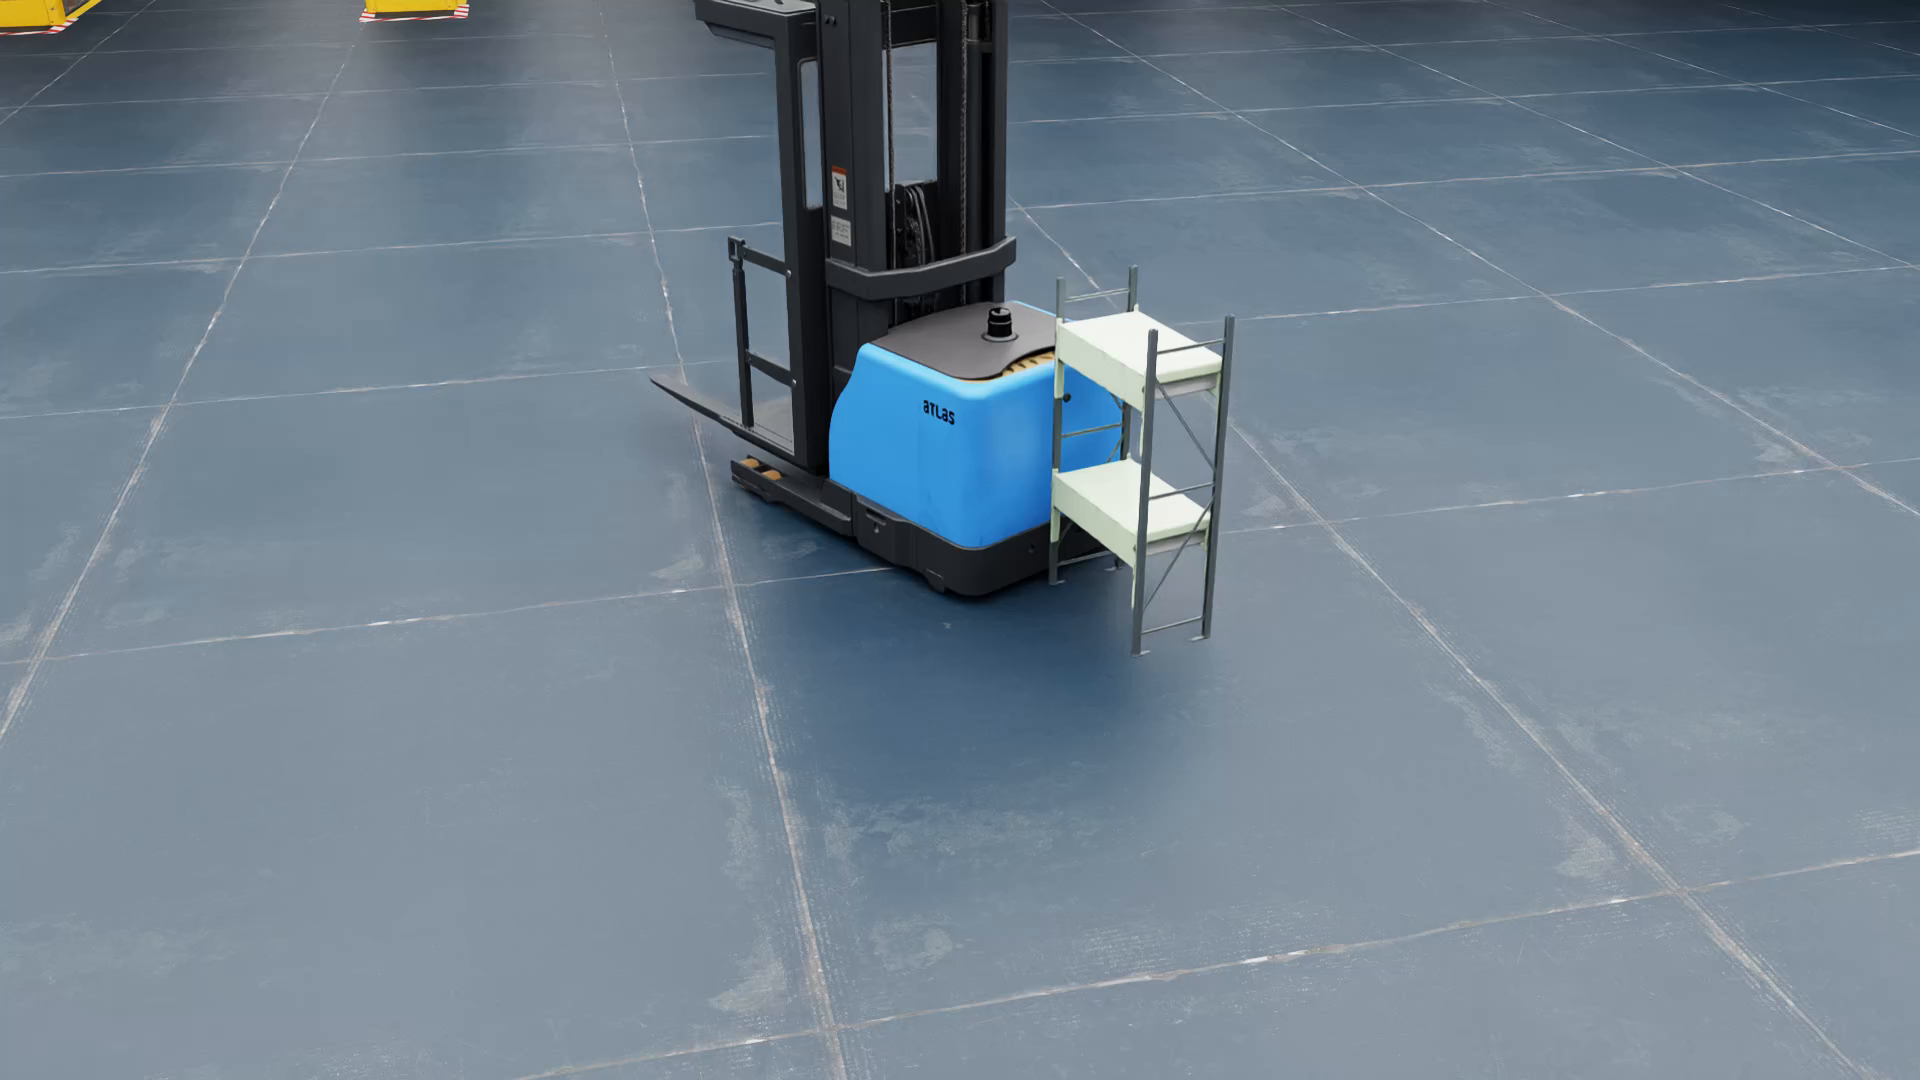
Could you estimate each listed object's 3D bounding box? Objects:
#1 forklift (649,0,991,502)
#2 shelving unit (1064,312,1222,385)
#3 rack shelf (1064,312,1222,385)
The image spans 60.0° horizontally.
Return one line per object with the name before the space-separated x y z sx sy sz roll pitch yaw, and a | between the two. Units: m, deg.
forklift | -0.834 -1.696 8.577 1.118 2.733 2.170 -22 34 -36
shelving unit | 0.764 -0.815 7.037 0.368 0.052 0.686 -13 29 -24
rack shelf | 0.764 -0.815 7.037 0.368 0.052 0.686 -13 29 -24
